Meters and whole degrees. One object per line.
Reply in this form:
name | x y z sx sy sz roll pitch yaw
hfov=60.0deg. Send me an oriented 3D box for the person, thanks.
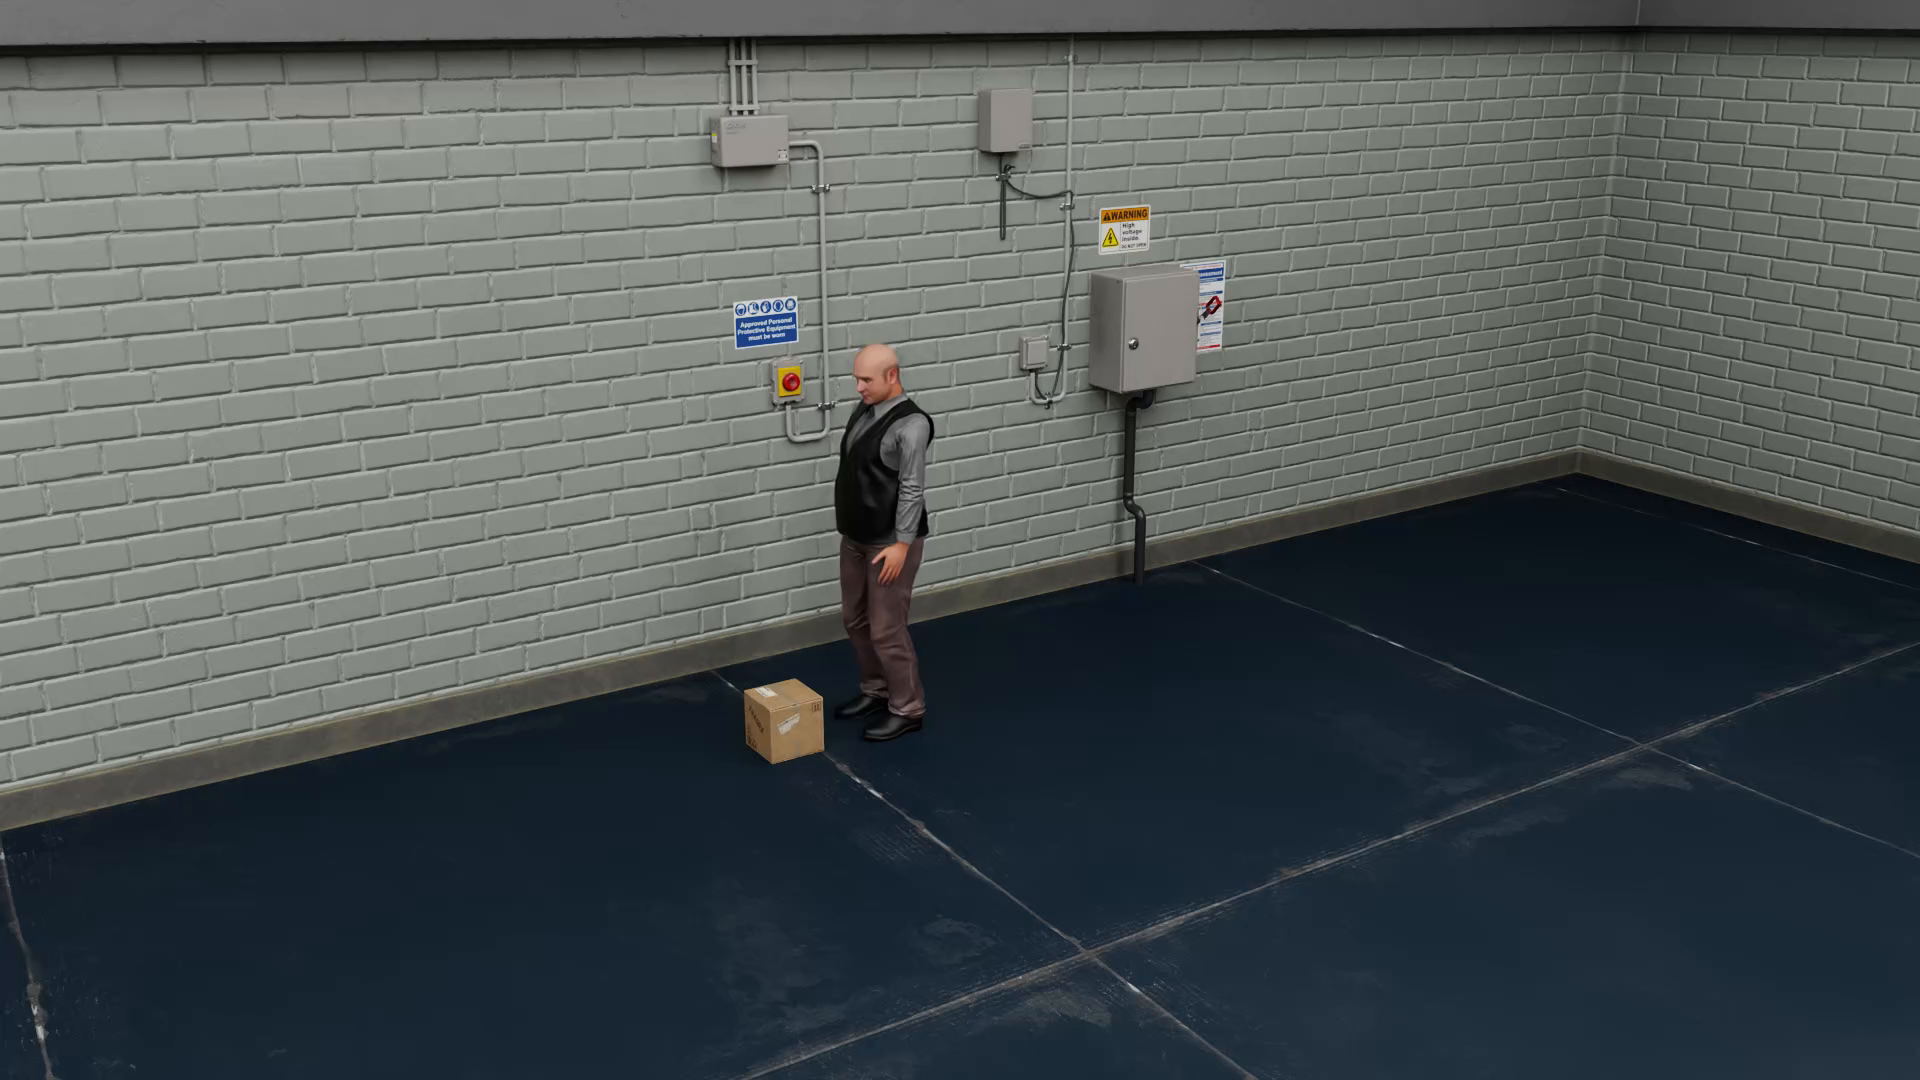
person | -0.328 0.005 7.108 0.353 1.714 0.535 -11 21 -30
